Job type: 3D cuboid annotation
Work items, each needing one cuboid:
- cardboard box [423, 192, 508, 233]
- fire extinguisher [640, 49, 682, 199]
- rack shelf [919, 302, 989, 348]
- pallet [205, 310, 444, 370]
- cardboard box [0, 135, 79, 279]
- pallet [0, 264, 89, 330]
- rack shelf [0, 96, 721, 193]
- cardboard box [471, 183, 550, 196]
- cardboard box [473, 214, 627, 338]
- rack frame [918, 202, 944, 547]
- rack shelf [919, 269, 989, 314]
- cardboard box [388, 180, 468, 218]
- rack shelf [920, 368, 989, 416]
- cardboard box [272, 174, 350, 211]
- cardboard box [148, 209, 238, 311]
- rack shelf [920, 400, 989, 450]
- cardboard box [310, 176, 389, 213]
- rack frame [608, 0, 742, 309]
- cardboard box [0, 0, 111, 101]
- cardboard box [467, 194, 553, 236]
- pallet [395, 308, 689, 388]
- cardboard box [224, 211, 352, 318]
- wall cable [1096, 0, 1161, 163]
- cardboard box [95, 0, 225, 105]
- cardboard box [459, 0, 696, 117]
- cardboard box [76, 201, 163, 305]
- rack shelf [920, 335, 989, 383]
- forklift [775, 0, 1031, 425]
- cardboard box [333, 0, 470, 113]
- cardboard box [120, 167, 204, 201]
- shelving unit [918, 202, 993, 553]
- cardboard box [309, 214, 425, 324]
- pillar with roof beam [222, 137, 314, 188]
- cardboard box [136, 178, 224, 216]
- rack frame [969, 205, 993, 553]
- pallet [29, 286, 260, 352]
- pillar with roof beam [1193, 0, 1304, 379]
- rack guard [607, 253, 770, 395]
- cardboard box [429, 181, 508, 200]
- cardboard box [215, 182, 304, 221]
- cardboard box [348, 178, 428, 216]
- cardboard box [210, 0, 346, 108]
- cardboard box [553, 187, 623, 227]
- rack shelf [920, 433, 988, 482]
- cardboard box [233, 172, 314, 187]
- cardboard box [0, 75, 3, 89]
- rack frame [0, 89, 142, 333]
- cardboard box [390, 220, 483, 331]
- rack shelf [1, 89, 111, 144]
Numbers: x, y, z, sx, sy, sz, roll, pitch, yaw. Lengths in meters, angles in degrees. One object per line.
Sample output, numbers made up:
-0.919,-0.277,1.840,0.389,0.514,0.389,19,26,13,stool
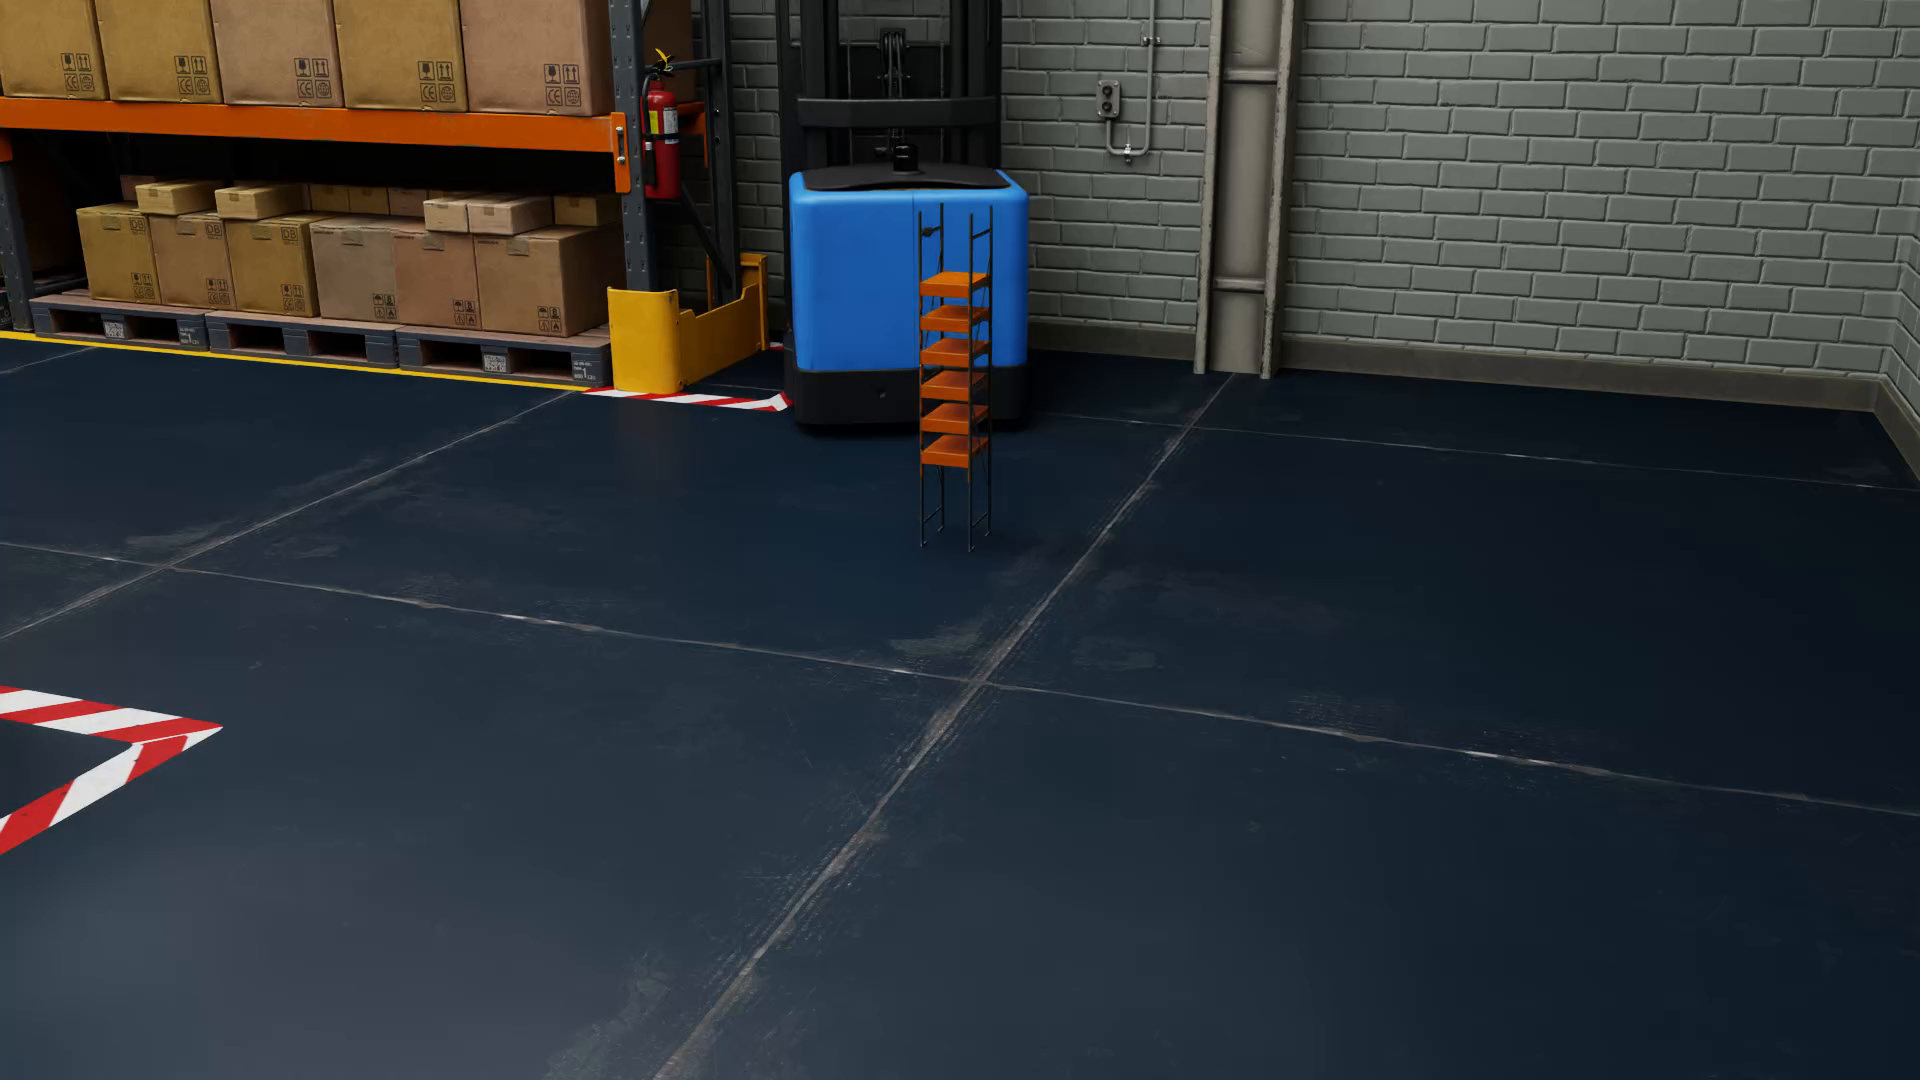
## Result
-2.516,-1.675,8.499,0.250,0.149,0.380,7,20,20,cardboard box
-1.408,-1.950,7.796,0.183,0.674,0.296,7,20,18,fire extinguisher
-0.014,-0.753,5.819,0.180,0.103,0.258,7,20,18,rack shelf
-3.329,-1.200,9.197,1.213,0.211,1.003,7,20,18,pallet
-5.834,-1.967,9.790,0.750,0.750,0.750,7,20,19,cardboard box
-5.931,-1.497,10.051,1.213,0.211,1.003,7,20,18,pallet
-3.289,-2.198,8.919,4.000,0.370,1.077,7,20,18,rack shelf
-2.388,-1.794,8.840,0.250,0.149,0.380,7,20,18,cardboard box
-2.093,-1.384,8.650,0.500,0.500,0.700,7,20,18,cardboard box
-0.100,-0.578,5.912,0.006,1.200,0.240,7,20,18,rack frame
-0.014,-0.866,5.779,0.180,0.103,0.258,7,20,18,rack shelf
-2.865,-1.848,8.996,0.250,0.149,0.380,7,20,19,cardboard box
-0.014,-0.526,5.898,0.180,0.103,0.258,7,20,18,rack shelf
-3.591,-1.931,9.233,0.250,0.149,0.380,7,20,19,cardboard box
-4.032,-1.604,9.280,0.500,0.500,0.700,6,20,18,cardboard box
-0.014,-0.413,5.937,0.180,0.103,0.258,7,20,18,rack shelf
-3.347,-1.903,9.154,0.250,0.149,0.380,6,20,17,cardboard box
-1.399,-2.322,8.180,0.127,3.000,1.000,7,20,18,rack frame
-4.671,-2.832,9.188,0.700,0.700,0.980,7,20,19,cardboard box
-2.274,-1.648,8.421,0.250,0.149,0.380,6,20,17,cardboard box
-2.180,-1.067,8.817,1.213,0.211,1.003,7,20,18,pallet
-3.547,-1.548,9.119,0.500,0.500,0.700,7,20,19,cardboard box
0.121,-2.958,8.460,1.851,1.984,0.084,7,20,18,wall cable
-3.983,-2.751,8.957,0.700,0.700,0.980,6,20,17,cardboard box
-1.884,-2.516,8.280,0.700,0.700,0.980,7,21,21,cardboard box
-4.505,-1.659,9.439,0.500,0.500,0.700,7,20,19,cardboard box
-0.014,-0.639,5.858,0.180,0.103,0.258,7,20,18,rack shelf
-0.370,-2.333,8.315,1.130,2.935,3.031,-2,19,-6,forklift
-2.575,-2.591,8.496,0.700,0.700,0.980,6,20,18,cardboard box
-4.577,-2.043,9.554,0.250,0.149,0.380,6,20,18,cardboard box
-0.014,-0.568,5.883,0.189,1.200,0.258,7,20,18,shelving unit
-3.041,-1.493,8.961,0.500,0.500,0.700,6,20,16,cardboard box
-5.645,-4.442,5.147,0.400,9.000,9.100,7,20,18,pillar with roof beam
-4.241,-1.872,9.063,0.250,0.149,0.380,7,20,20,cardboard box
0.073,-0.558,5.855,0.006,1.200,0.240,7,20,18,rack frame
-4.485,-1.331,9.574,1.213,0.211,1.003,7,20,18,pallet
0.022,-3.794,3.288,0.400,9.000,9.100,7,20,18,pillar with roof beam
-1.377,-1.139,8.584,0.348,0.500,1.175,7,20,18,rack guard
-2.625,-1.821,8.918,0.250,0.149,0.380,7,20,19,cardboard box
-3.748,-1.816,8.902,0.250,0.149,0.380,6,20,17,cardboard box
-3.108,-1.876,9.075,0.250,0.149,0.380,7,20,19,cardboard box
-3.292,-2.676,8.740,0.700,0.700,0.980,6,20,15,cardboard box
-1.910,-1.739,8.683,0.250,0.149,0.380,7,20,18,cardboard box
-0.014,-0.300,5.977,0.180,0.103,0.258,7,20,18,rack shelf
-3.829,-1.959,9.312,0.250,0.149,0.380,6,20,16,cardboard box
-5.590,-2.593,9.310,0.250,0.149,0.380,7,20,19,cardboard box
-5.178,-2.754,9.420,0.127,3.000,1.000,7,20,18,rack frame
-2.566,-1.438,8.805,0.500,0.500,0.700,6,20,18,cardboard box
-7.067,-2.630,10.158,4.000,0.370,1.077,7,20,18,rack shelf
